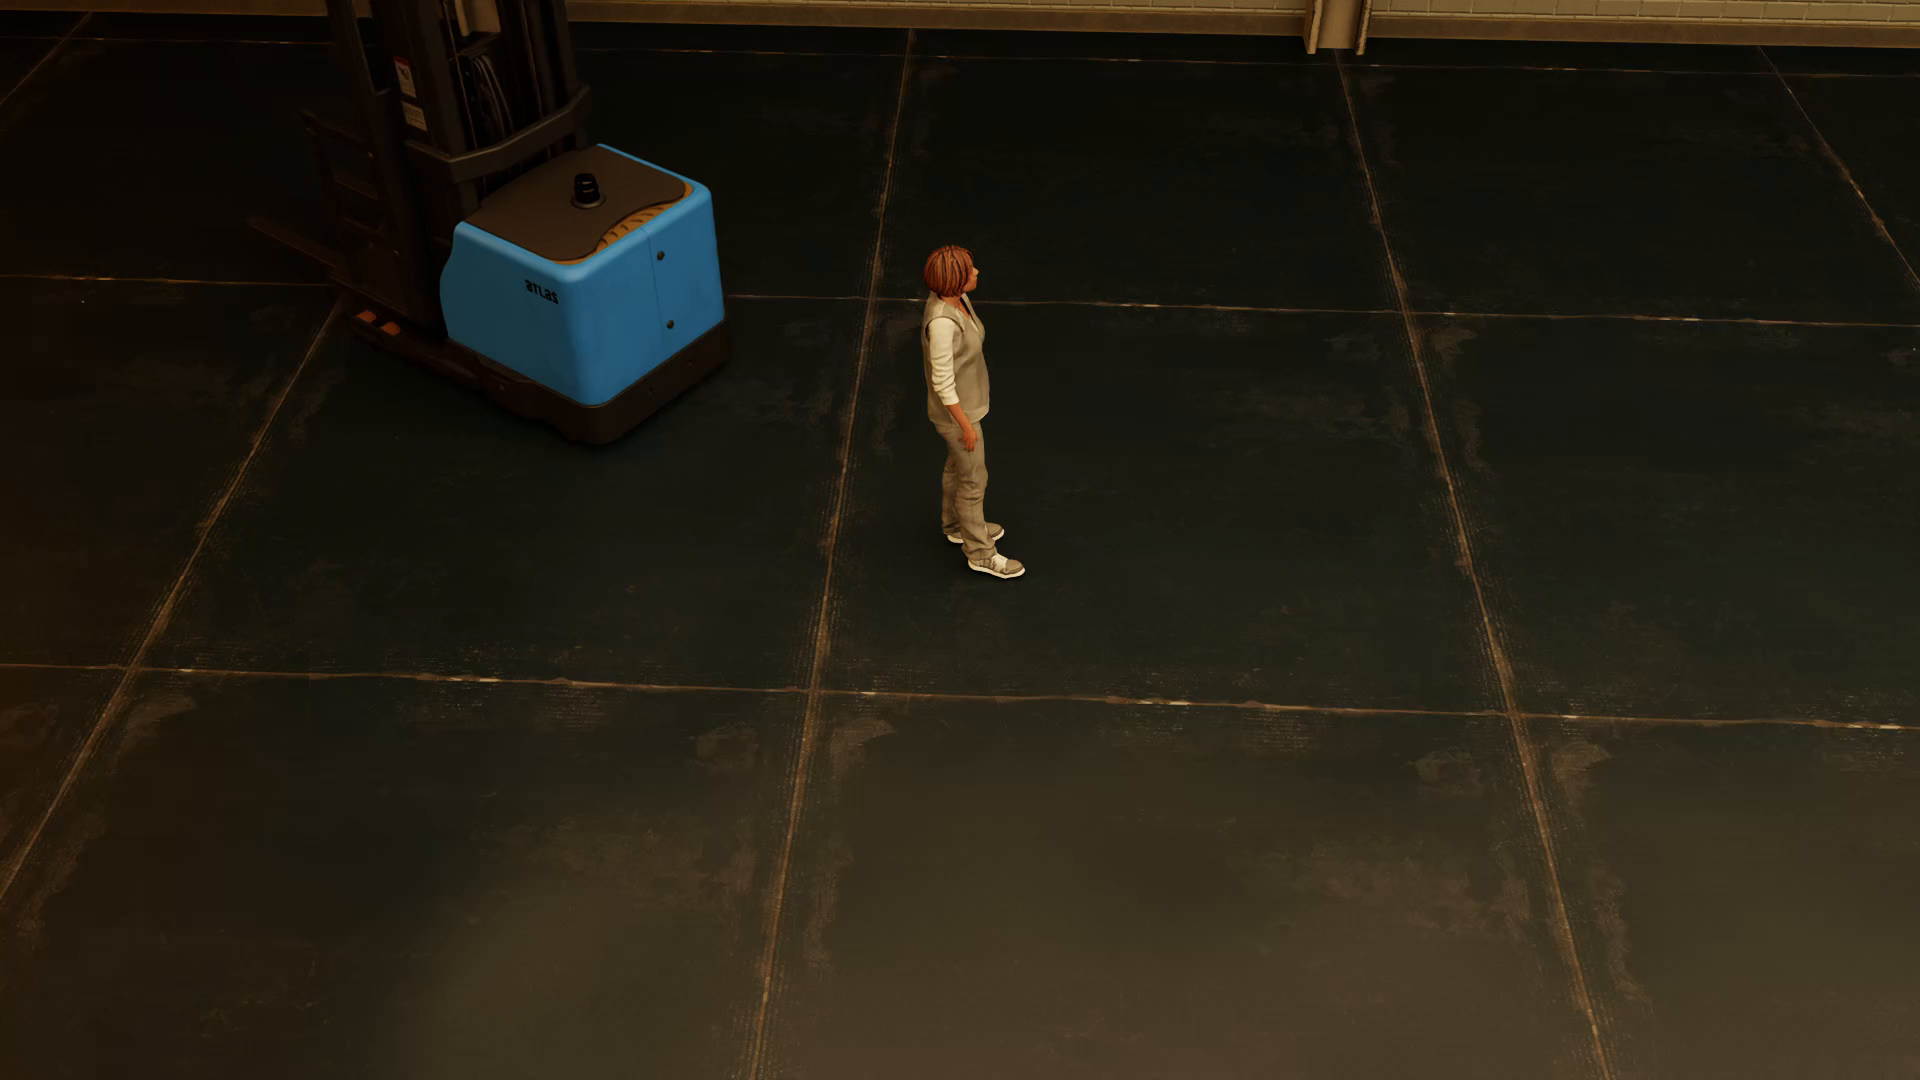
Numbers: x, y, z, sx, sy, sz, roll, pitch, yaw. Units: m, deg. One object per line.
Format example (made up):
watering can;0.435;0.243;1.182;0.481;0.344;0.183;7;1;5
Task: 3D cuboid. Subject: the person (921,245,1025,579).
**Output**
person;0.074;-0.584;7.360;0.473;1.599;0.521;2;42;2

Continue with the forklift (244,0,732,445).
forklift;-2.715;-2.357;8.324;3.031;2.935;1.130;26;48;25
